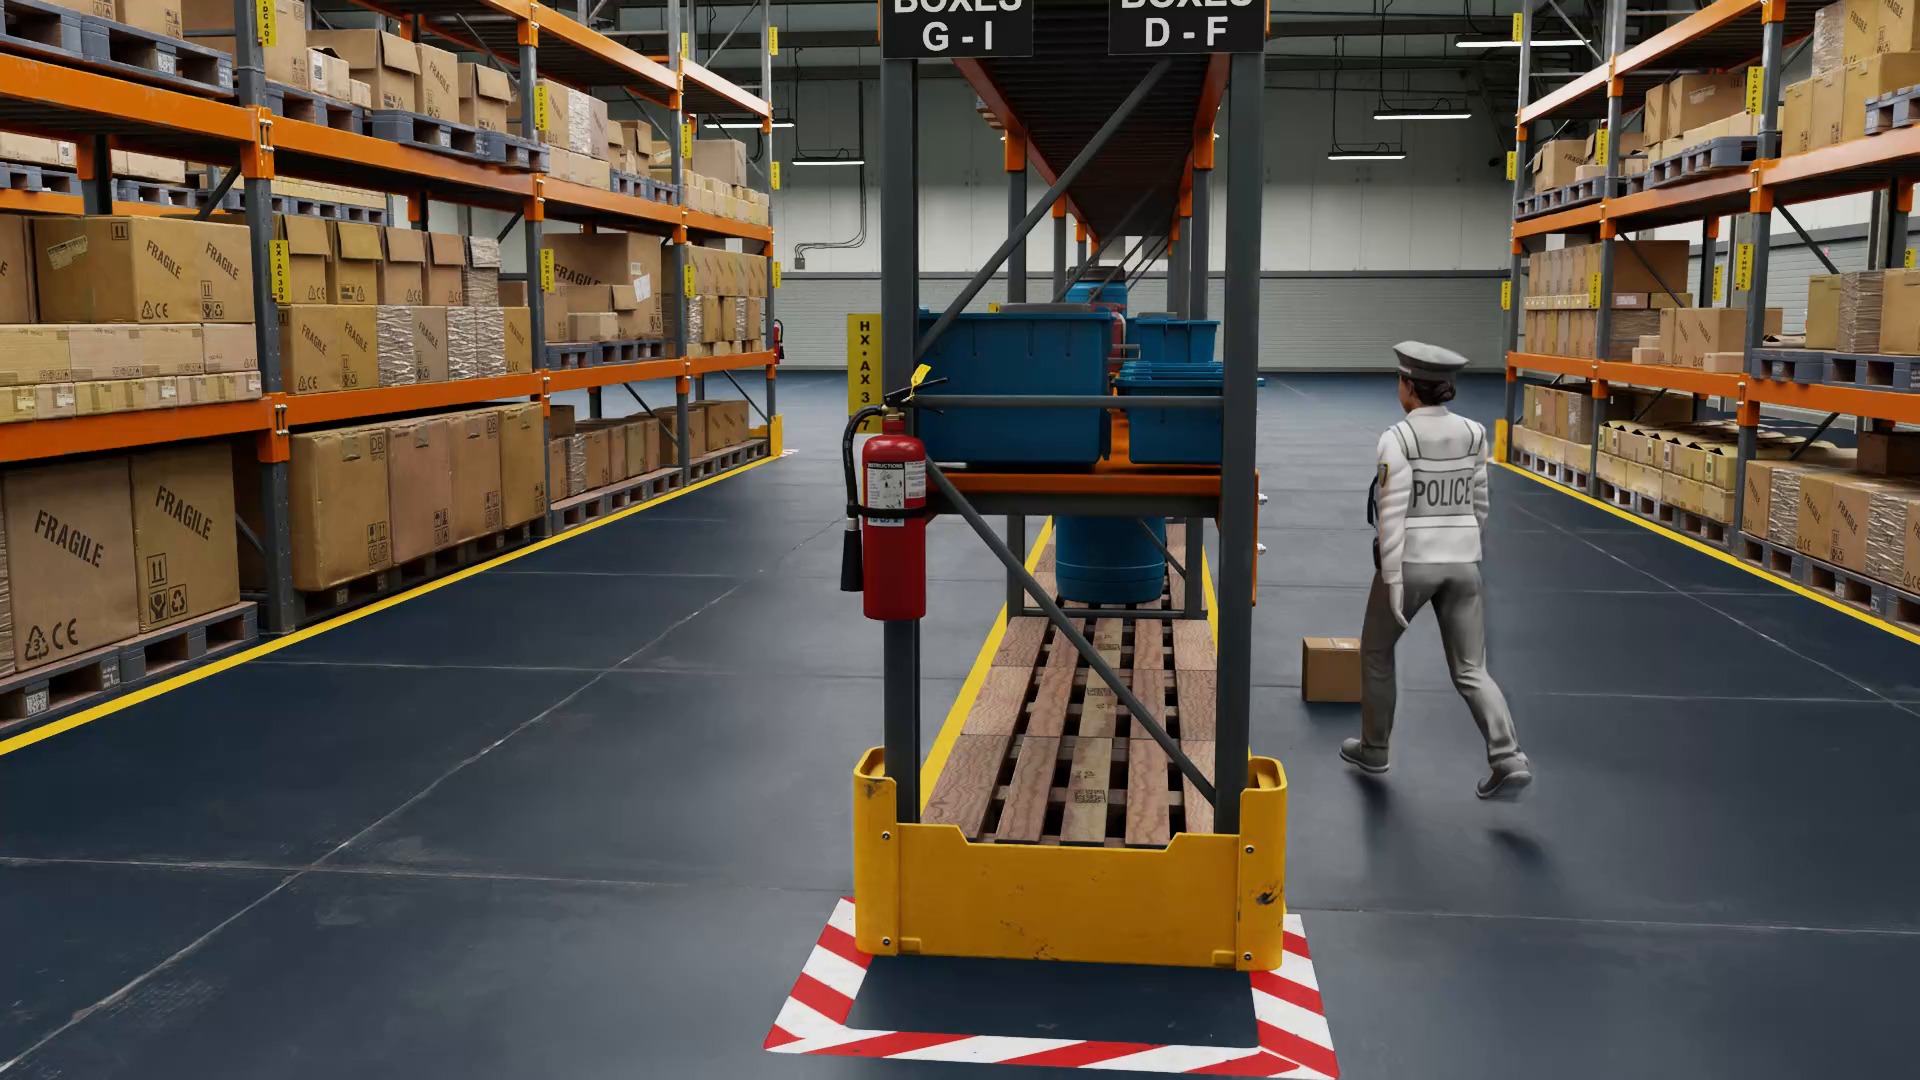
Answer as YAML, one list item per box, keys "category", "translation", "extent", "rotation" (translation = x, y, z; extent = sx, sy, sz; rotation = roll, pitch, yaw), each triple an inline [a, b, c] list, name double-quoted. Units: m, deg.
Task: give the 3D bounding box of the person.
- category: "person"
  translation: [1.696, 0.103, 5.953]
  extent: [0.489, 1.621, 1.011]
  rotation: [-2, 8, -12]
